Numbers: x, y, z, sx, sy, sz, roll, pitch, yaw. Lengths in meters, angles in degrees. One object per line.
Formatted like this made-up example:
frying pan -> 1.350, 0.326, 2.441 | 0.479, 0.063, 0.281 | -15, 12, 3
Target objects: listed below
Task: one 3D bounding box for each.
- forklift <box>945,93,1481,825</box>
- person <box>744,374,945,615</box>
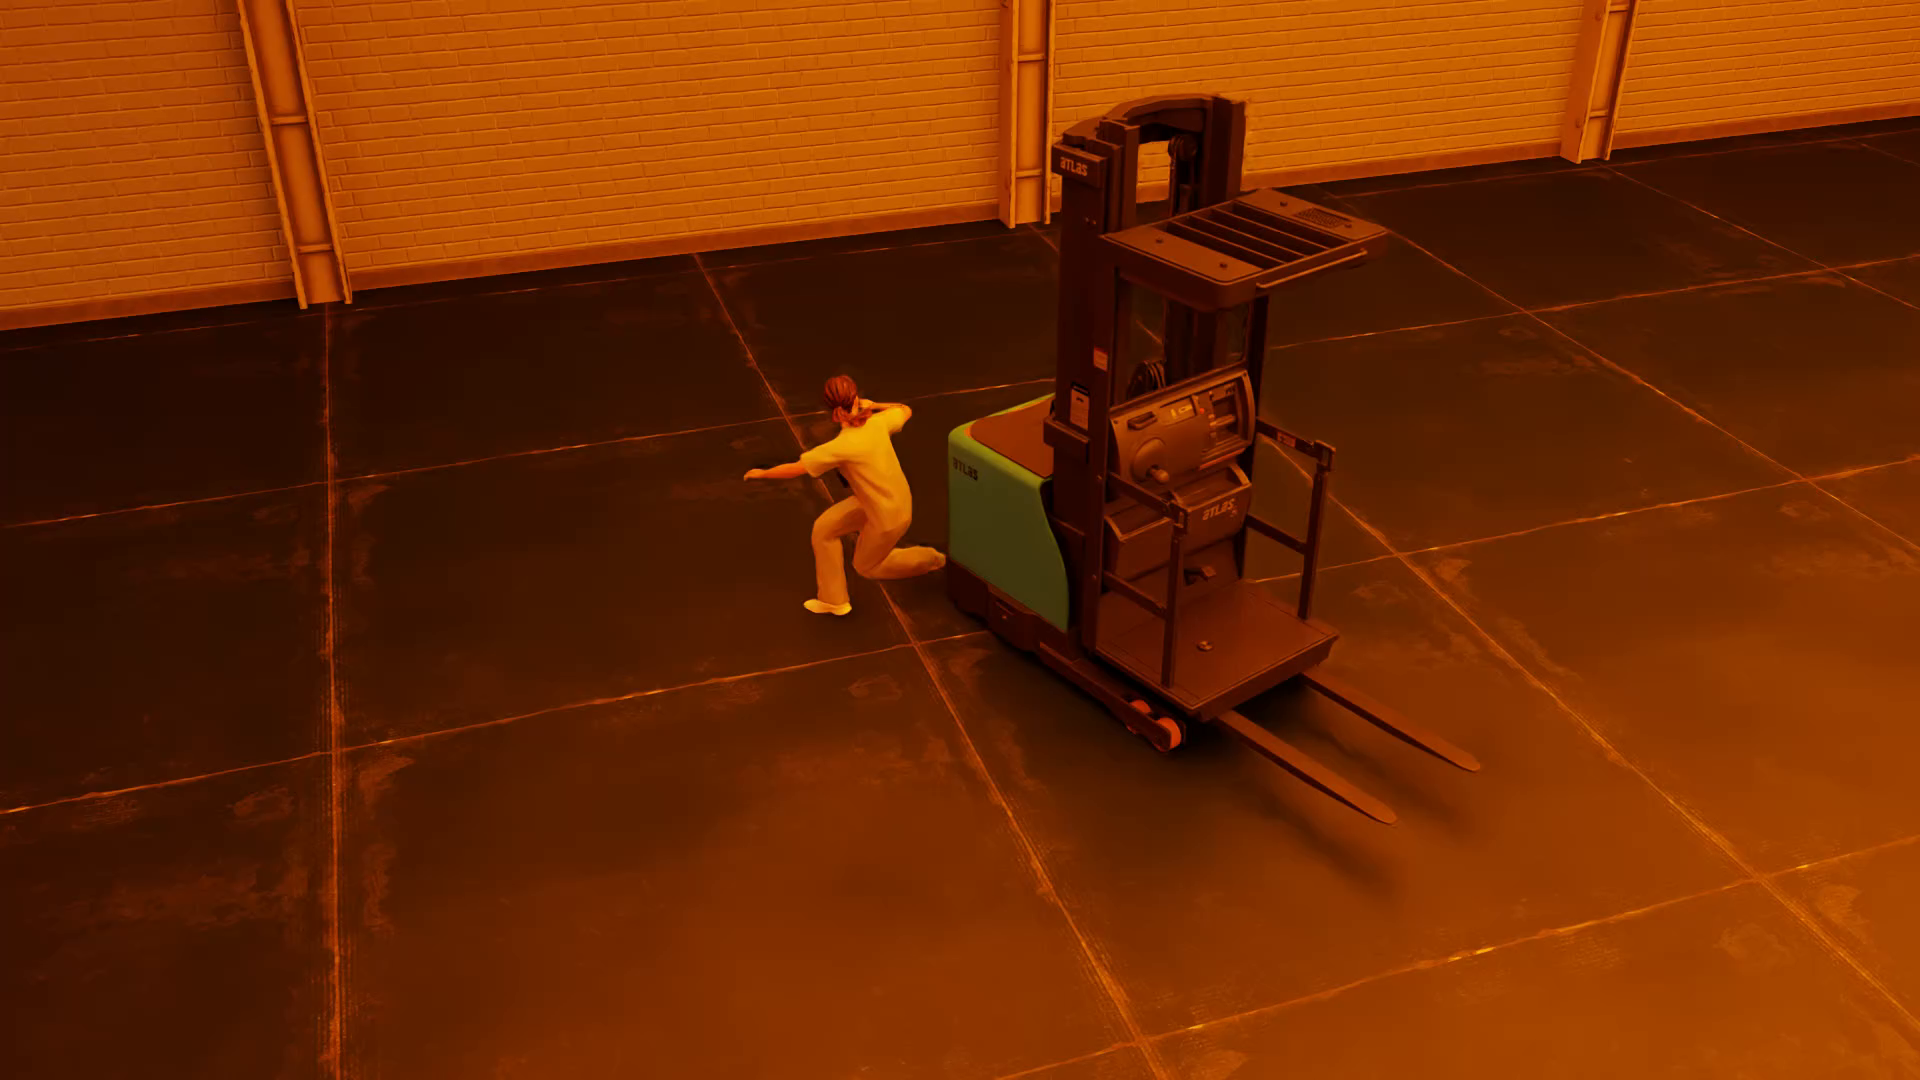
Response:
forklift -> 1.228, -0.508, 7.970 | 1.130, 2.935, 3.031 | -22, 36, -33
person -> -0.621, -0.286, 9.131 | 1.072, 1.438, 0.767 | 2, 30, 4
